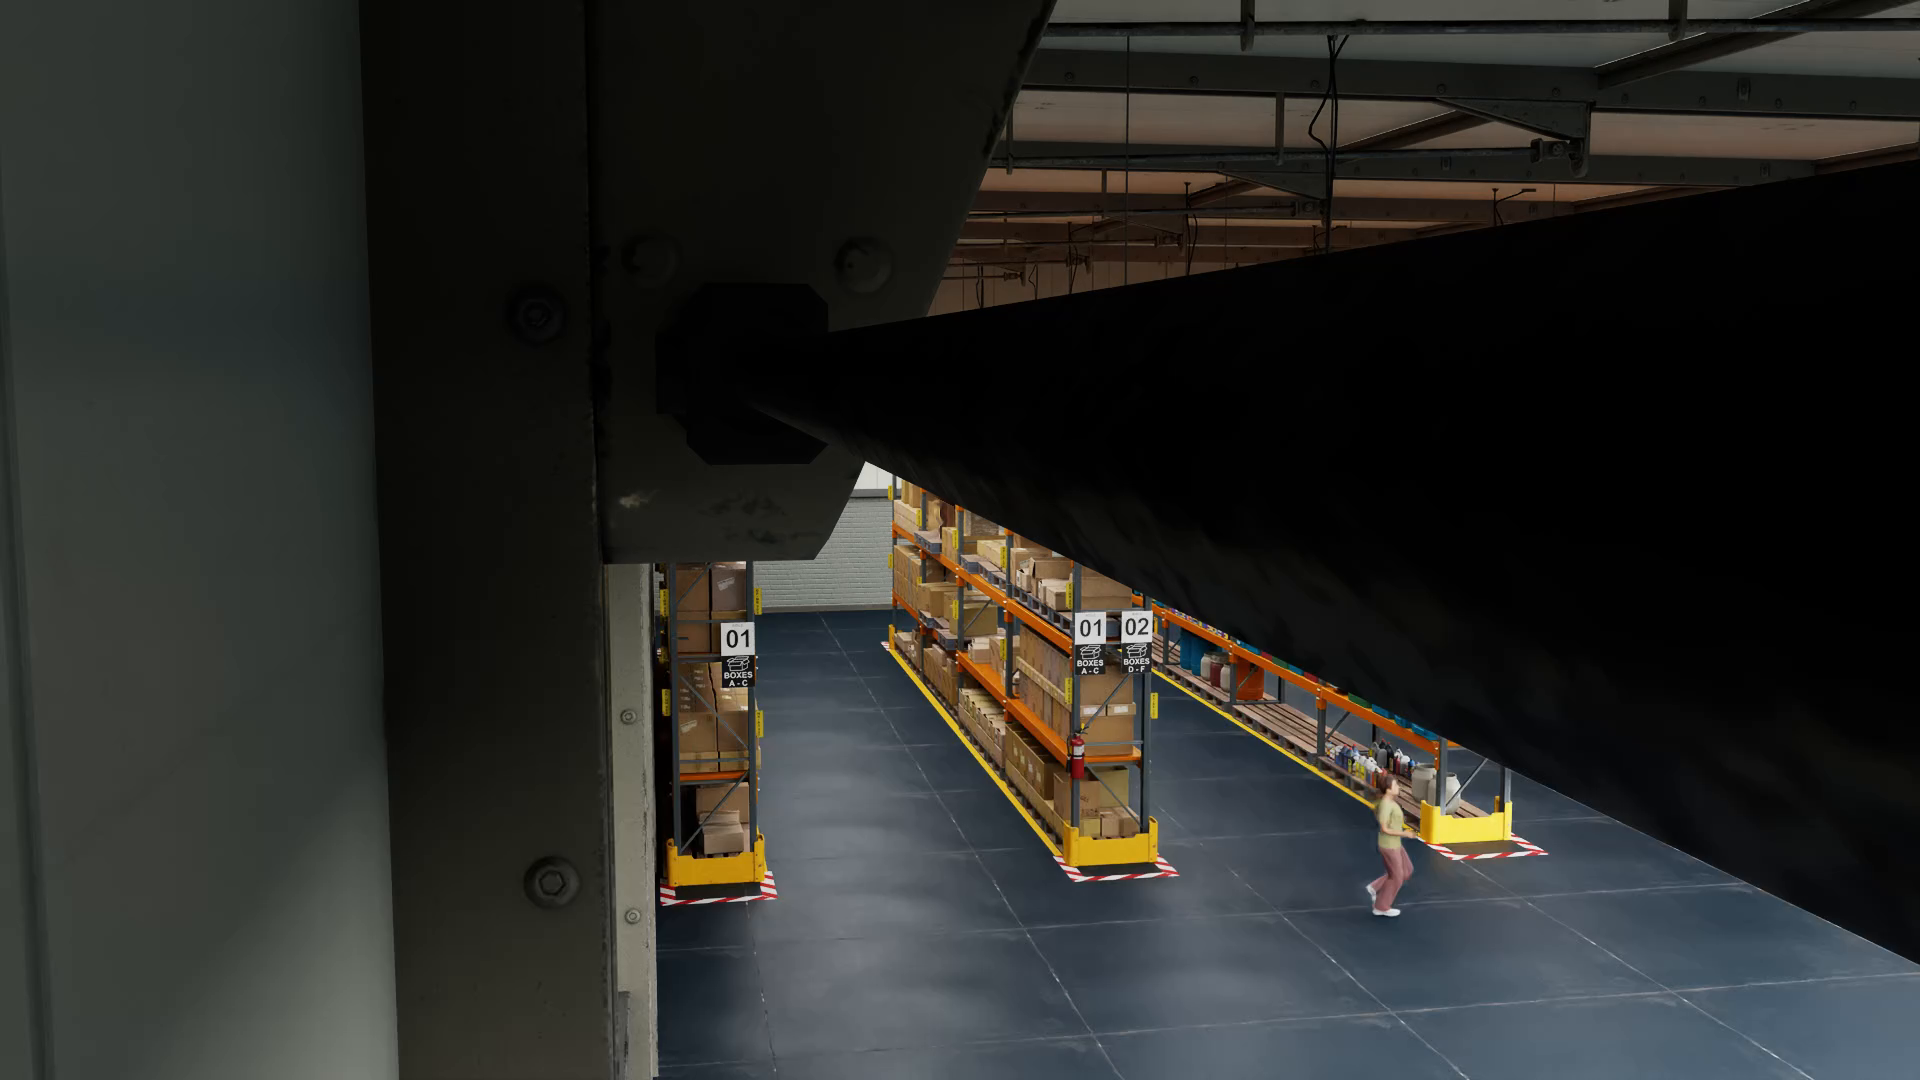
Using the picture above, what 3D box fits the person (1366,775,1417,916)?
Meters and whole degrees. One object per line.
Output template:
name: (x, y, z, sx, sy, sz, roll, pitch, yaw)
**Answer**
person: (4.913, 3.475, 18.916, 0.546, 1.624, 0.574, 2, 6, 16)
